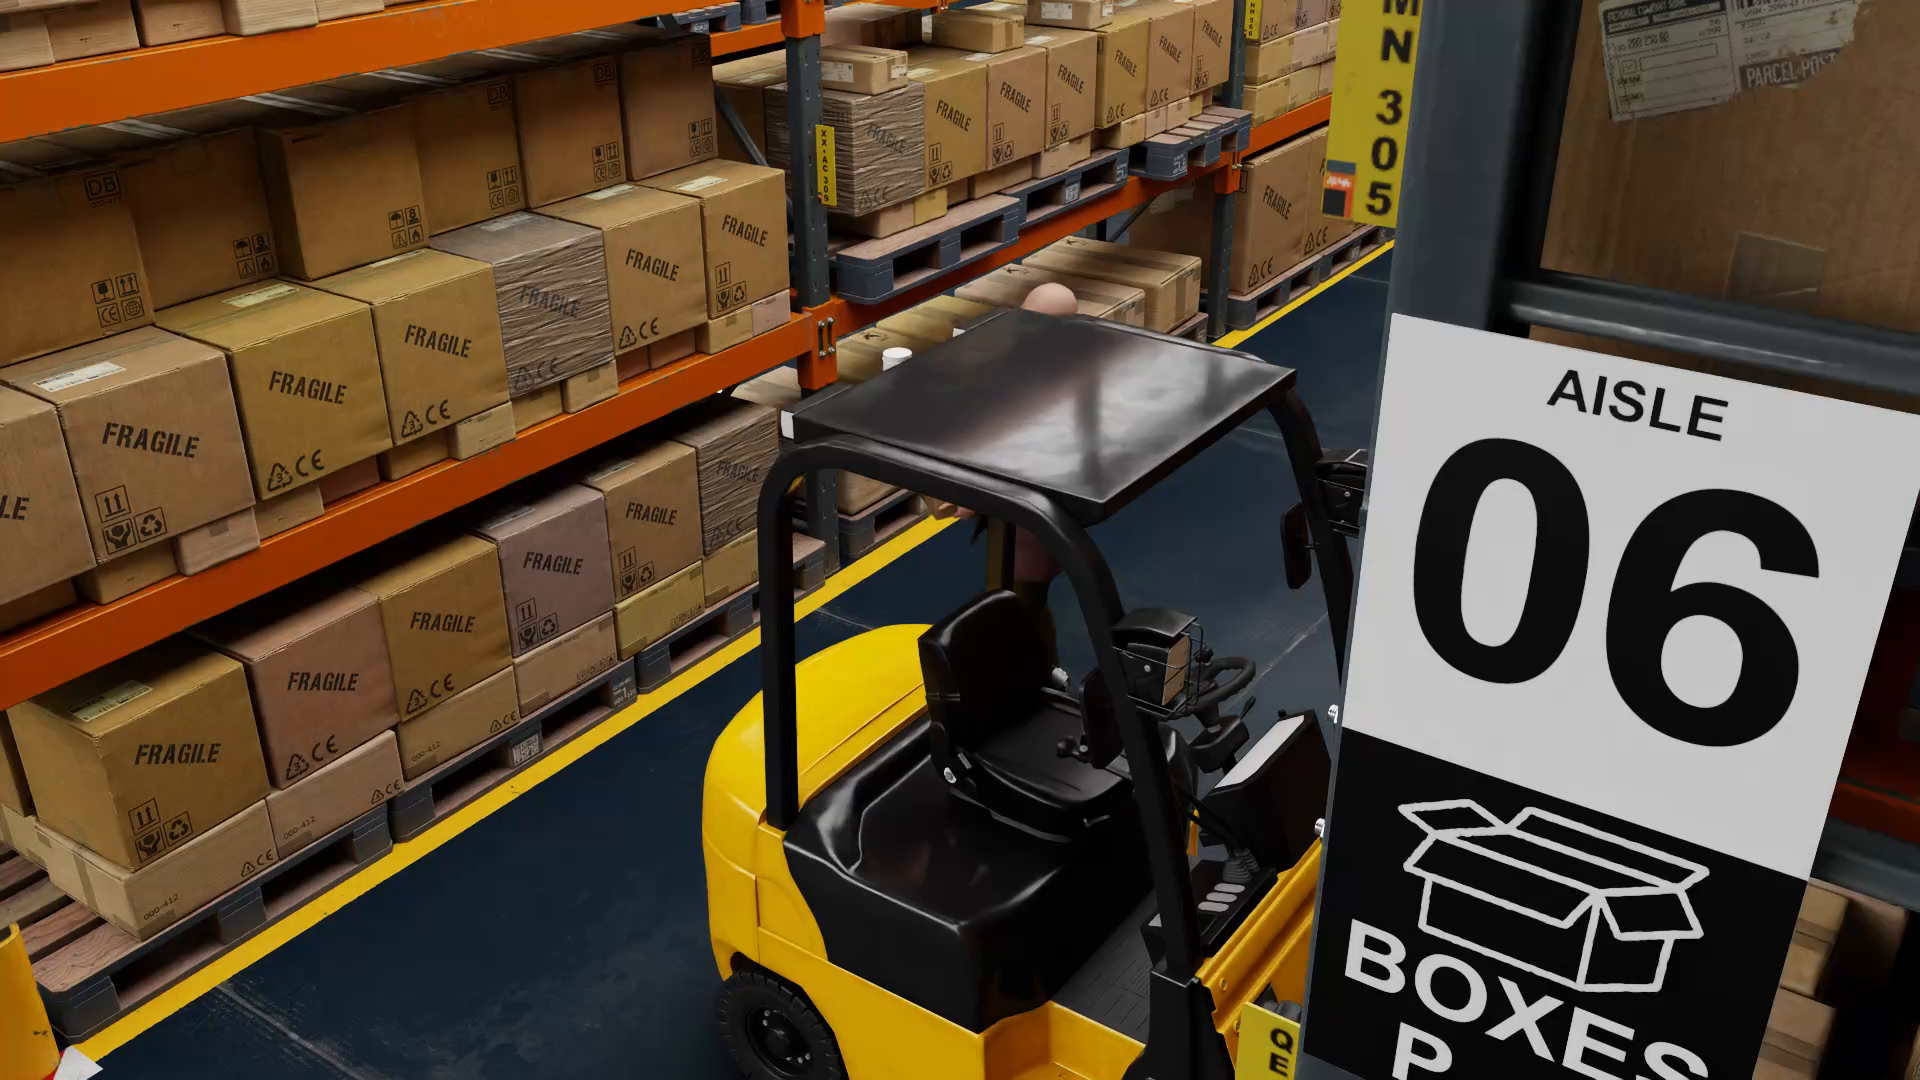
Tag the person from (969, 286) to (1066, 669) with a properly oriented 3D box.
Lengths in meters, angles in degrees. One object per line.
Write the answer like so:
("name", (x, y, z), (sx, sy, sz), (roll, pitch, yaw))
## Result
("person", (0.243, -0.127, 6.388), (0.427, 1.773, 0.633), (-9, 28, -18))
